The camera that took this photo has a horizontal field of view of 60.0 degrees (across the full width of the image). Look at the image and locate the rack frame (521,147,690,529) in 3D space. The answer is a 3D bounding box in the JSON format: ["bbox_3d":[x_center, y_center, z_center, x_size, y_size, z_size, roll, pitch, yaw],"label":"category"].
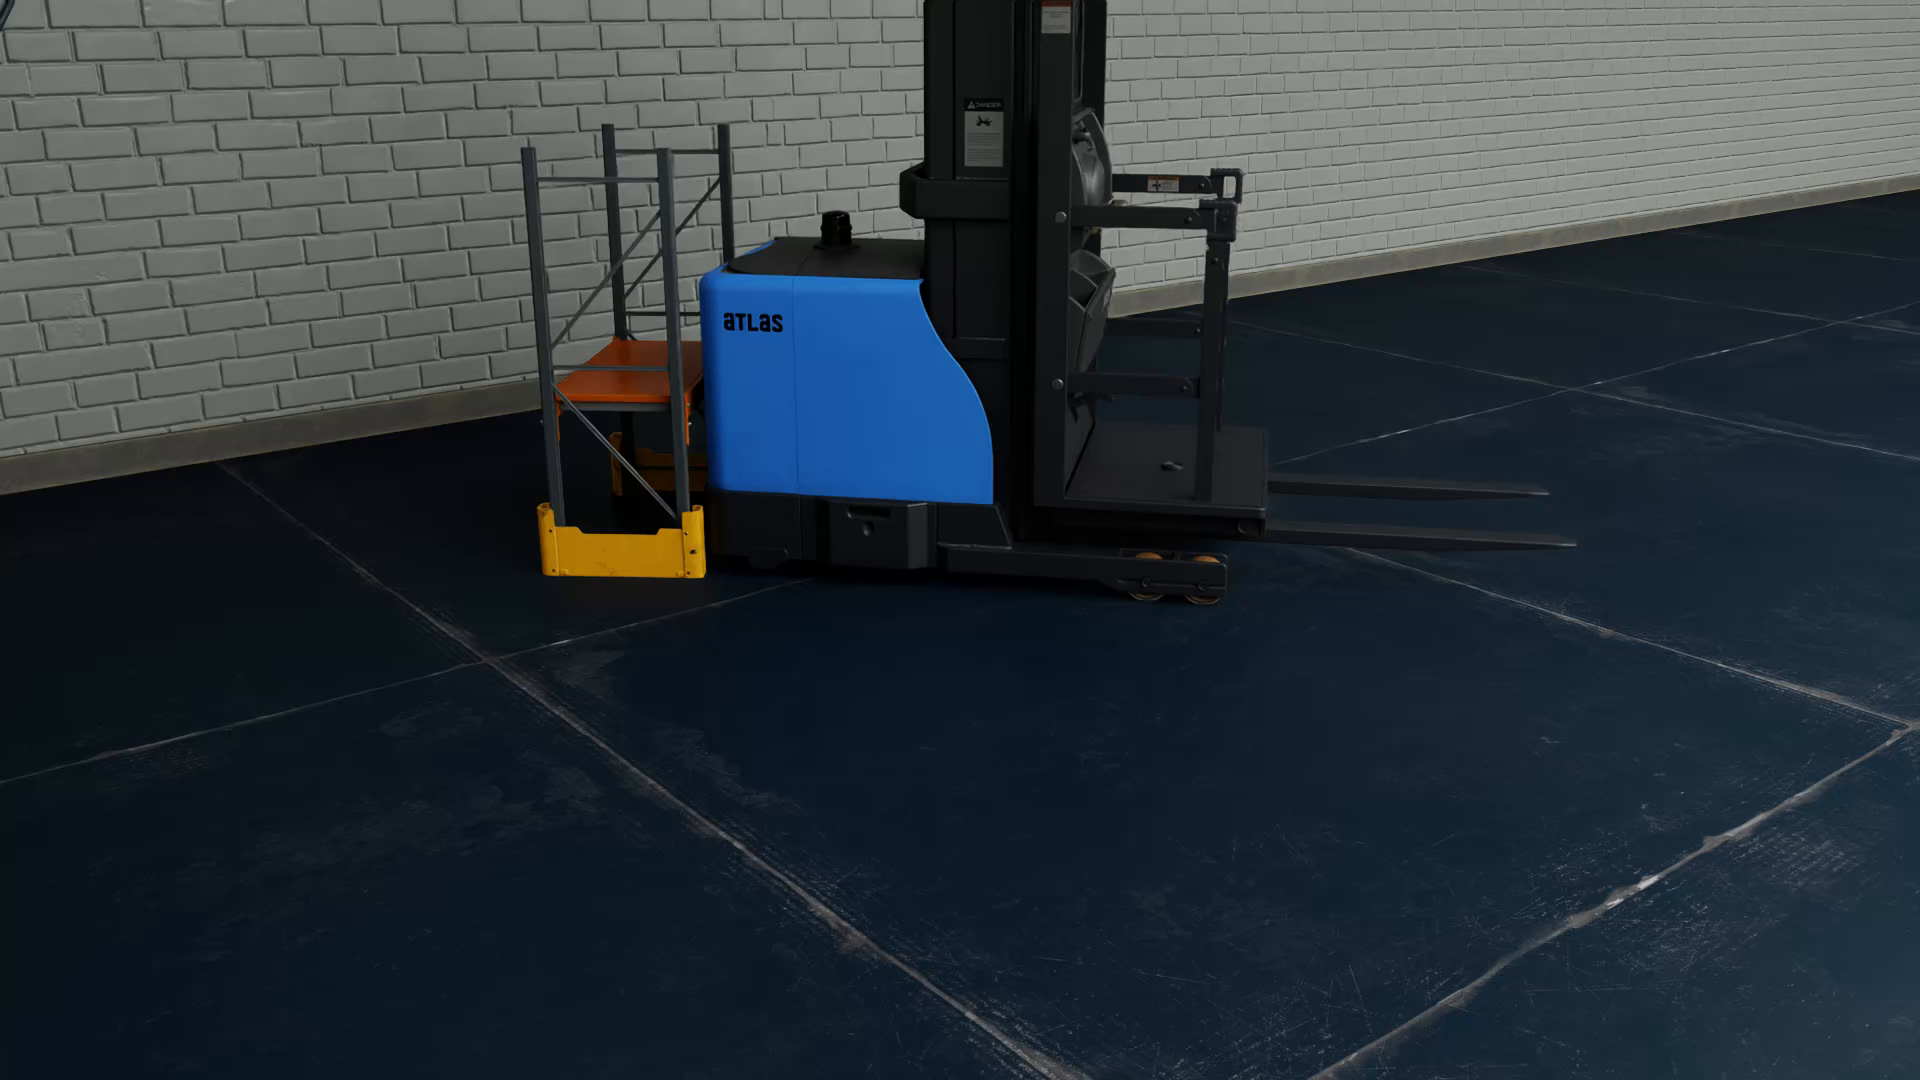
[{"bbox_3d":[-1.211,-0.592,5.764,0.500,1.500,0.032,1,18,3],"label":"rack frame"}]

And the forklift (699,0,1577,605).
[{"bbox_3d":[0.648,-1.349,5.774,3.031,2.935,1.130,3,19,10],"label":"forklift"}]

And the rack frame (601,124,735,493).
[{"bbox_3d":[-1.150,-0.911,6.728,0.500,1.500,0.032,1,18,3],"label":"rack frame"}]

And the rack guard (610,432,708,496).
[{"bbox_3d":[-1.152,-0.312,6.906,0.587,0.250,0.087,1,18,3],"label":"rack guard"}]

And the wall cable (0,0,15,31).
[{"bbox_3d":[-4.874,-2.756,5.308,3.097,2.526,0.112,-14,23,-36],"label":"wall cable"}]

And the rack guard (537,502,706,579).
[{"bbox_3d":[-1.211,0.001,5.962,0.587,0.250,0.087,1,18,3],"label":"rack guard"}]

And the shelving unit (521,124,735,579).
[{"bbox_3d":[-1.181,-0.749,6.237,0.587,1.500,1.083,1,18,3],"label":"shelving unit"}]

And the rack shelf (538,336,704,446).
[{"bbox_3d":[-1.181,-0.581,6.302,0.538,0.185,1.000,1,18,3],"label":"rack shelf"}]
